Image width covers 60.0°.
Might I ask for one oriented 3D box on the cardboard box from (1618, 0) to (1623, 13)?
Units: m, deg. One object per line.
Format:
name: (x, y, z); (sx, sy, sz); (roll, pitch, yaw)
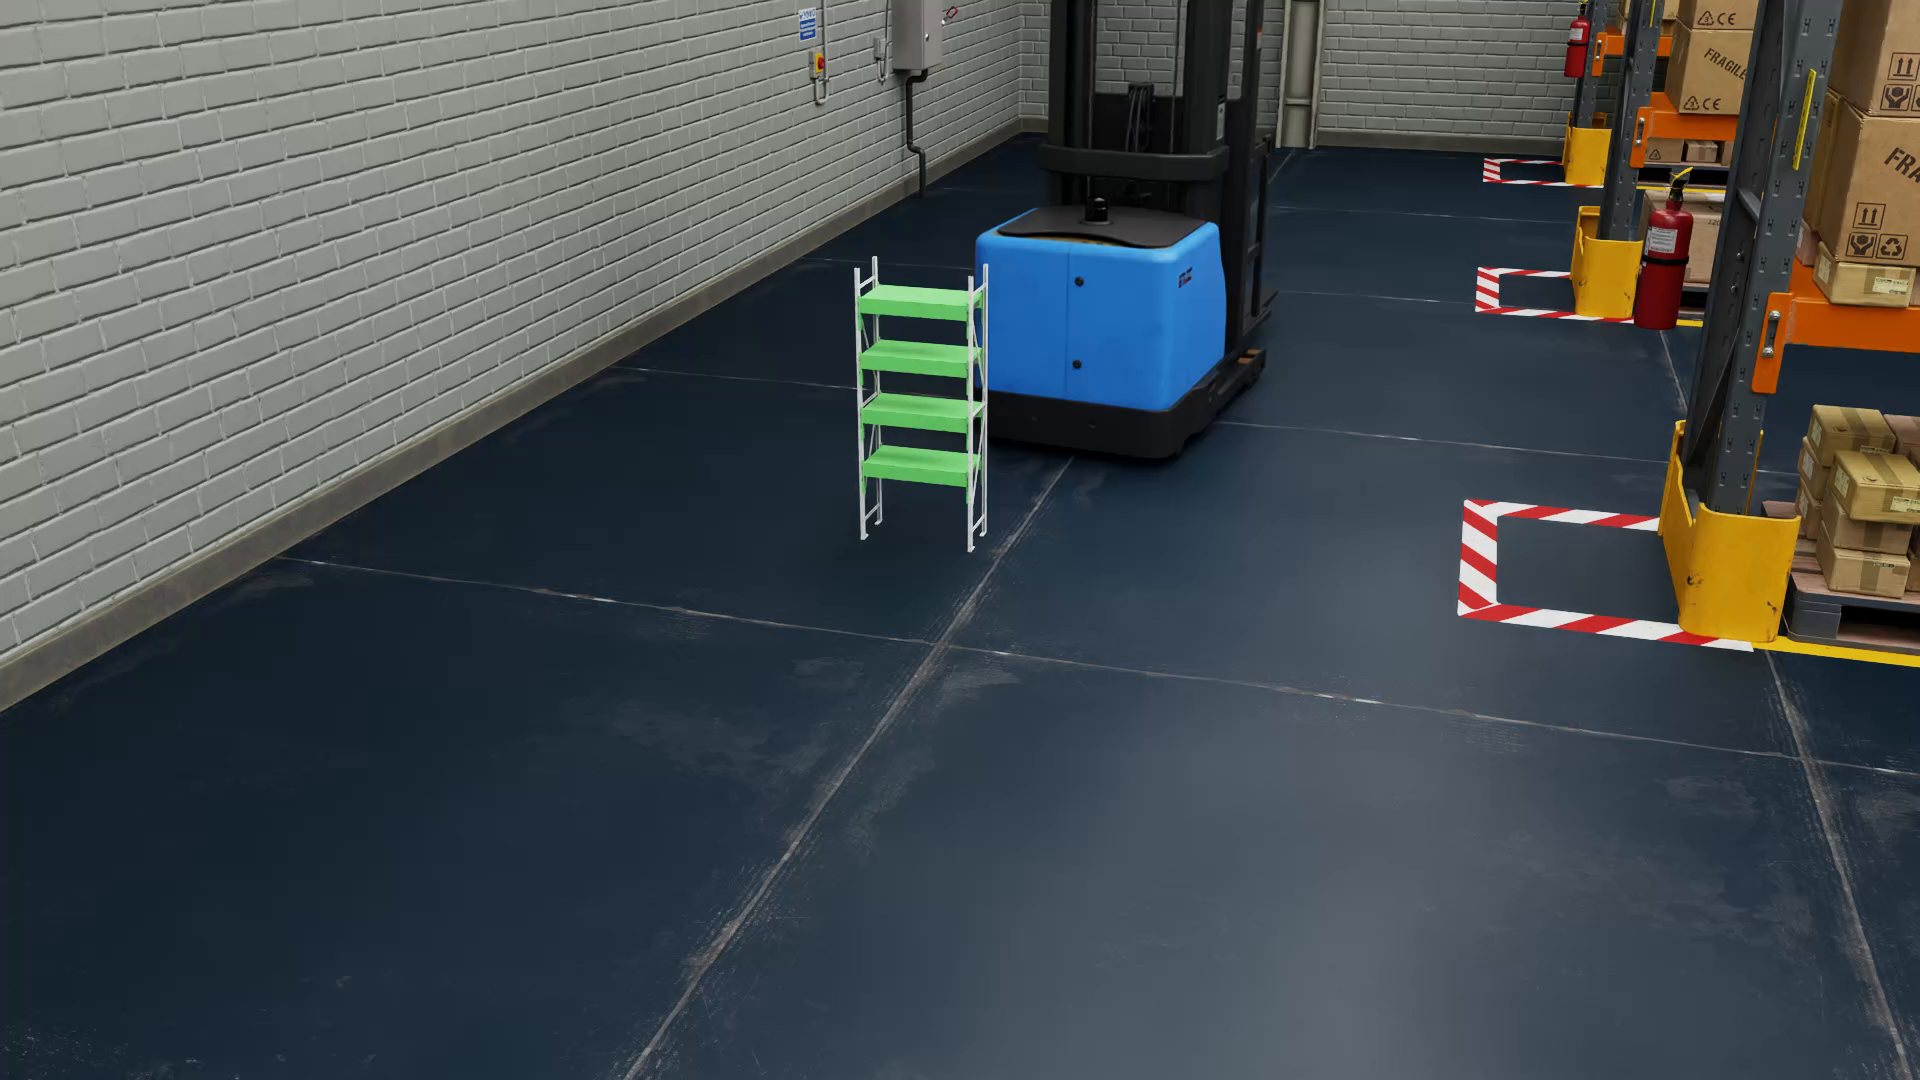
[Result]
cardboard box: (6.313, -4.957, 15.207); (0.500, 0.250, 0.500); (7, 23, 17)

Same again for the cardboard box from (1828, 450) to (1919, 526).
cardboard box: (3.436, -0.199, 6.221); (0.250, 0.149, 0.380); (5, 23, 13)

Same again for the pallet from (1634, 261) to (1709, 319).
pallet: (5.154, -1.689, 11.110); (1.213, 0.211, 1.003); (7, 23, 16)

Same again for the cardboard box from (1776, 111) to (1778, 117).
cardboard box: (5.235, -2.883, 10.213); (0.500, 0.500, 0.500); (6, 23, 15)

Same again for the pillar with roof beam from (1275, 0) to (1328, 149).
pillar with roof beam: (2.231, -6.677, 11.690); (0.400, 9.000, 9.100); (7, 23, 16)

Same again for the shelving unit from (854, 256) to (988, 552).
shelving unit: (-0.158, -0.573, 7.087); (0.503, 1.200, 0.258); (7, 23, 16)

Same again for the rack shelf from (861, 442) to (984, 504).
rack shelf: (-0.158, -0.292, 7.202); (0.480, 0.148, 0.258); (7, 23, 16)

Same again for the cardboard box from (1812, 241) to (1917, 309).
cardboard box: (3.248, -0.958, 5.984); (0.250, 0.149, 0.380); (6, 23, 15)

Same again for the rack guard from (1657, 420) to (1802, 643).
rack guard: (3.105, -0.064, 6.768); (0.348, 0.500, 1.175); (7, 23, 16)

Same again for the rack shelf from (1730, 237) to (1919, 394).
rack shelf: (4.947, -0.677, 5.916); (4.000, 0.370, 1.077); (7, 23, 16)

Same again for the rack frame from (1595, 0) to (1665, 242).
rack frame: (4.366, -3.039, 10.725); (0.127, 3.000, 1.000); (7, 23, 16)

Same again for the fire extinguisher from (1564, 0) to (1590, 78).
fire extinguisher: (5.522, -4.482, 14.838); (0.183, 0.674, 0.296); (7, 23, 16)

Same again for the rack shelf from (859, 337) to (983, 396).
rack shelf: (-0.158, -0.736, 7.020); (0.480, 0.148, 0.258); (7, 23, 16)

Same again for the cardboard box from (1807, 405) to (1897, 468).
cardboard box: (3.613, -0.414, 6.745); (0.250, 0.149, 0.380); (7, 23, 16)

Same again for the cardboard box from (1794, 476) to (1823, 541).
cardboard box: (3.597, -0.122, 6.819); (0.250, 0.149, 0.380); (7, 23, 16)

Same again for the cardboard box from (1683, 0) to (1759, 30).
cardboard box: (4.743, -3.391, 10.136); (0.500, 0.500, 0.500); (6, 23, 14)

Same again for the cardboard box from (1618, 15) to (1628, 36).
cardboard box: (6.031, -4.590, 14.840); (0.250, 0.149, 0.380); (6, 23, 15)

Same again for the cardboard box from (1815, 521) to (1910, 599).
cardboard box: (3.442, 0.069, 6.351); (0.250, 0.149, 0.380); (7, 23, 17)

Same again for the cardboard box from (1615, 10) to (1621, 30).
cardboard box: (6.191, -4.787, 15.320); (0.250, 0.149, 0.380); (6, 23, 15)

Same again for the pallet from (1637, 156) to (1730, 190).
pallet: (6.632, -3.457, 15.420); (1.213, 0.211, 1.003); (7, 23, 16)

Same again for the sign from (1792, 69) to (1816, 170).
sign: (2.876, -1.432, 5.669); (0.005, 0.325, 0.100); (7, 23, 16)

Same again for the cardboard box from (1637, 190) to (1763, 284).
cardboard box: (5.026, -2.011, 11.044); (0.875, 0.438, 0.875); (6, 23, 14)

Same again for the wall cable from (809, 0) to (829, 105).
wall cable: (-1.039, -4.133, 12.013); (0.123, 1.953, 0.585); (7, 23, 16)

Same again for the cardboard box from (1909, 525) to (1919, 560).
cardboard box: (3.706, -0.041, 6.228); (0.250, 0.149, 0.380); (6, 23, 15)

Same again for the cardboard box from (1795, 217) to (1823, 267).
cardboard box: (3.426, -1.180, 6.525); (0.250, 0.149, 0.380); (7, 23, 16)

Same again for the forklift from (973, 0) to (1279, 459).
forklift: (1.111, -2.275, 8.954); (1.130, 2.935, 3.031); (9, 24, 22)

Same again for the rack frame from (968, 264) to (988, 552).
rack frame: (0.075, -0.547, 7.021); (0.015, 1.200, 0.240); (7, 23, 16)

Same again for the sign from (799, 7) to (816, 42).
sign: (-1.112, -3.762, 12.134); (0.001, 0.218, 0.327); (7, 23, 16)

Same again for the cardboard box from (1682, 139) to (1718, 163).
cardboard box: (6.750, -3.556, 15.189); (0.250, 0.149, 0.380); (6, 23, 13)

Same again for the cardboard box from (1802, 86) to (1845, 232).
cardboard box: (3.537, -1.457, 6.346); (0.500, 0.500, 0.500); (7, 23, 17)

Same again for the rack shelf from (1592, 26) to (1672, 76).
rack shelf: (7.711, -4.290, 14.725); (4.000, 0.370, 1.077); (7, 23, 16)

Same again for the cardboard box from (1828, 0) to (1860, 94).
cardboard box: (3.543, -1.916, 6.147); (0.500, 0.500, 0.500); (6, 23, 14)
